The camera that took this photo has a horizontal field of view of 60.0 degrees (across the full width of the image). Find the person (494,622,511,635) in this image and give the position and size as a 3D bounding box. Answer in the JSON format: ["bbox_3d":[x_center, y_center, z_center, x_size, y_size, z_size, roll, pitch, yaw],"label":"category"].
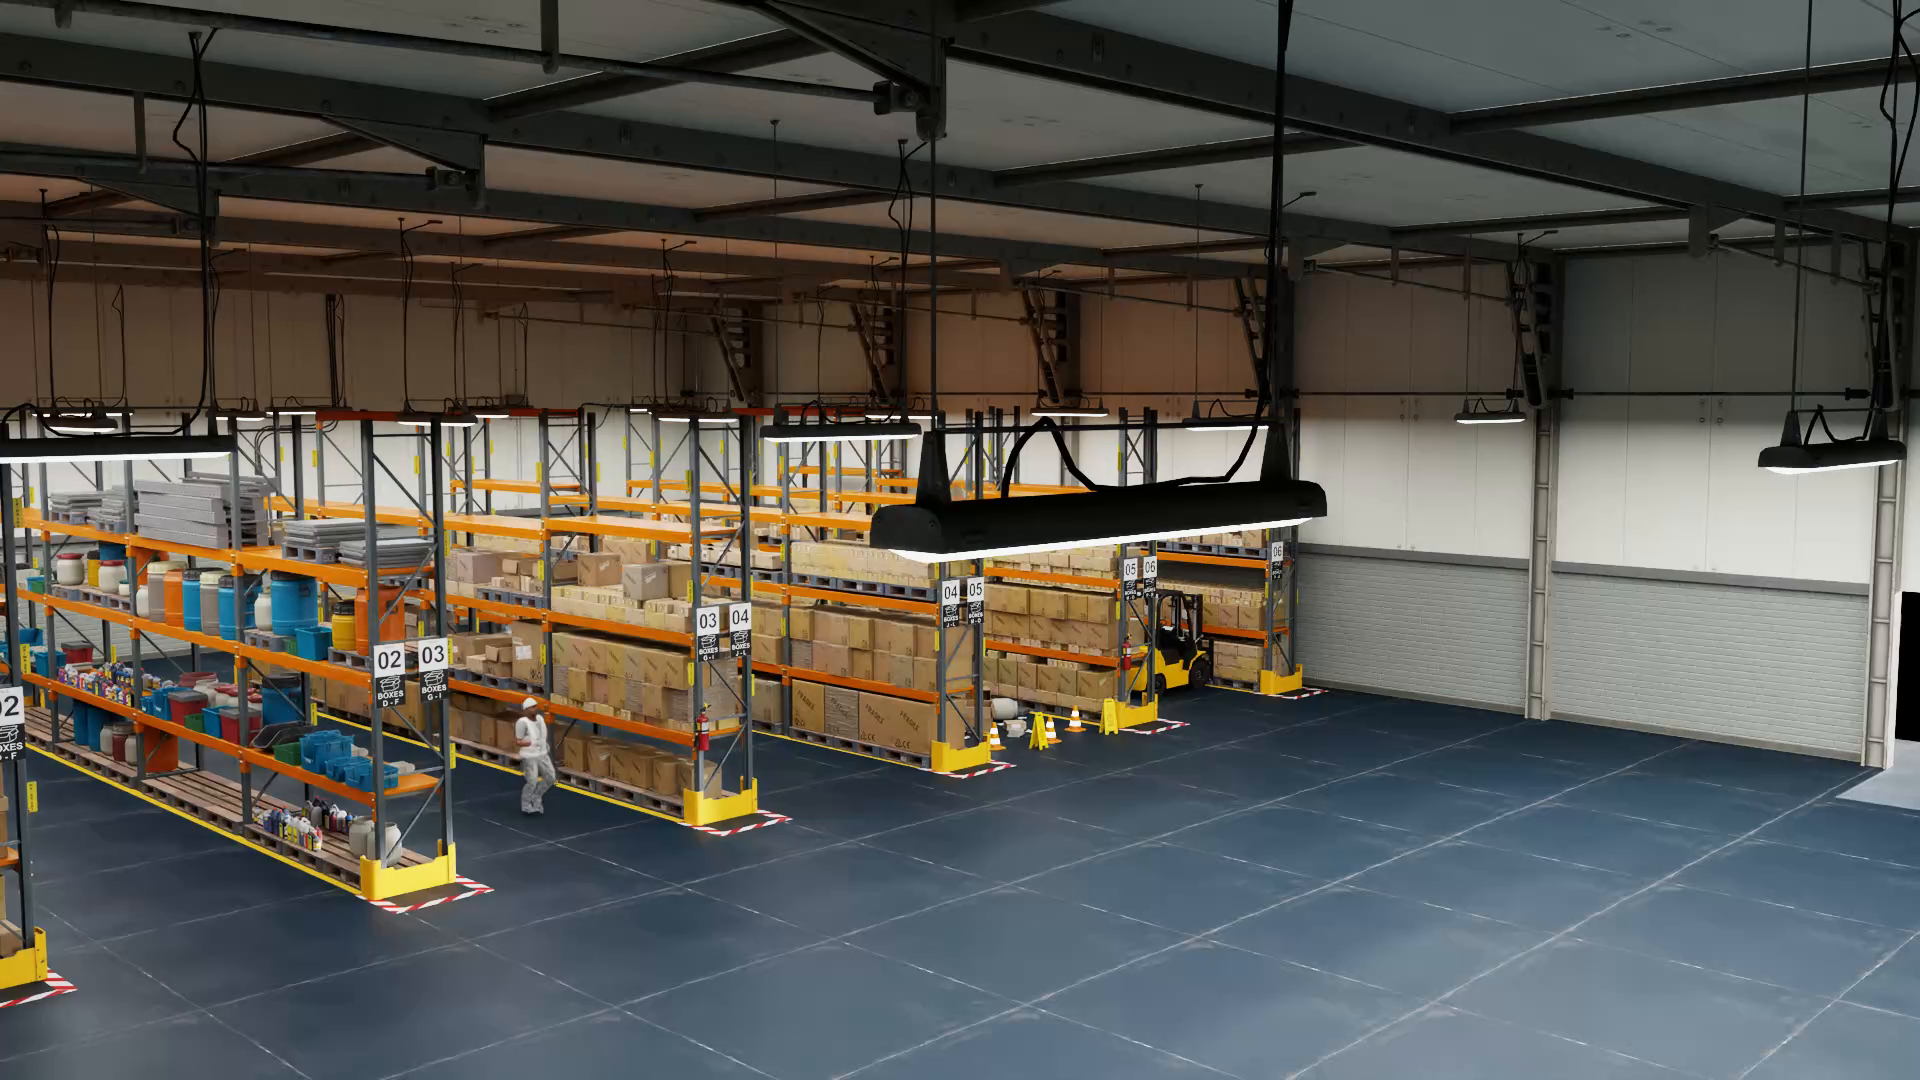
[{"bbox_3d":[-11.293,1.956,40.588,0.834,1.553,0.601,1,5,9],"label":"person"}]

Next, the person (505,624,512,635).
[{"bbox_3d":[-11.194,1.762,41.583,0.639,1.838,0.823,5,7,43],"label":"person"}]

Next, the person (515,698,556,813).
[{"bbox_3d":[-6.330,3.244,24.902,0.633,1.767,0.662,3,6,32],"label":"person"}]
